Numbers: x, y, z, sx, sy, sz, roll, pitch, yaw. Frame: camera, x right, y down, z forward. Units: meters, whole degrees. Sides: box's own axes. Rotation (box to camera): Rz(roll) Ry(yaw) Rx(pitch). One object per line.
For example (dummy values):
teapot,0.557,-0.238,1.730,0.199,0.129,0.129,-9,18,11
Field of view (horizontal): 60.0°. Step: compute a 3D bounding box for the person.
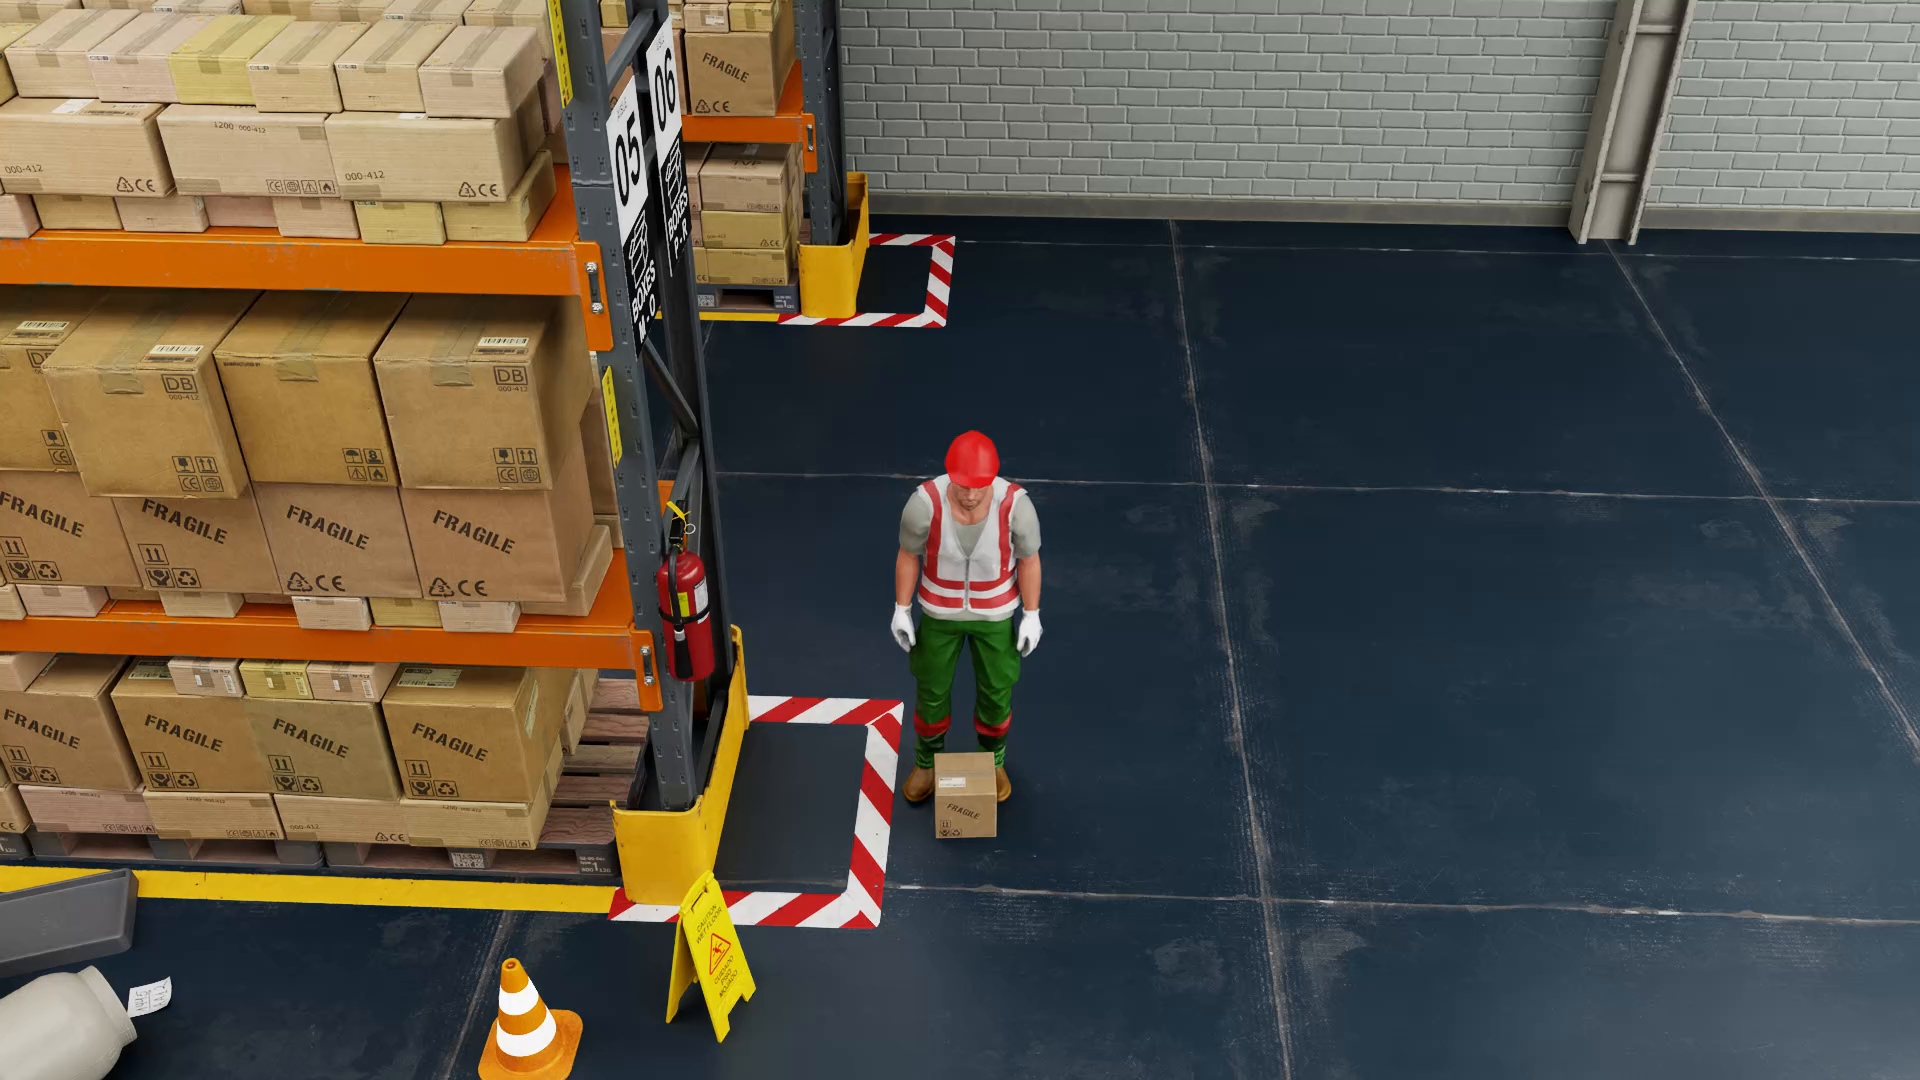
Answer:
person,0.027,0.307,6.672,0.609,1.779,0.449,2,35,2
